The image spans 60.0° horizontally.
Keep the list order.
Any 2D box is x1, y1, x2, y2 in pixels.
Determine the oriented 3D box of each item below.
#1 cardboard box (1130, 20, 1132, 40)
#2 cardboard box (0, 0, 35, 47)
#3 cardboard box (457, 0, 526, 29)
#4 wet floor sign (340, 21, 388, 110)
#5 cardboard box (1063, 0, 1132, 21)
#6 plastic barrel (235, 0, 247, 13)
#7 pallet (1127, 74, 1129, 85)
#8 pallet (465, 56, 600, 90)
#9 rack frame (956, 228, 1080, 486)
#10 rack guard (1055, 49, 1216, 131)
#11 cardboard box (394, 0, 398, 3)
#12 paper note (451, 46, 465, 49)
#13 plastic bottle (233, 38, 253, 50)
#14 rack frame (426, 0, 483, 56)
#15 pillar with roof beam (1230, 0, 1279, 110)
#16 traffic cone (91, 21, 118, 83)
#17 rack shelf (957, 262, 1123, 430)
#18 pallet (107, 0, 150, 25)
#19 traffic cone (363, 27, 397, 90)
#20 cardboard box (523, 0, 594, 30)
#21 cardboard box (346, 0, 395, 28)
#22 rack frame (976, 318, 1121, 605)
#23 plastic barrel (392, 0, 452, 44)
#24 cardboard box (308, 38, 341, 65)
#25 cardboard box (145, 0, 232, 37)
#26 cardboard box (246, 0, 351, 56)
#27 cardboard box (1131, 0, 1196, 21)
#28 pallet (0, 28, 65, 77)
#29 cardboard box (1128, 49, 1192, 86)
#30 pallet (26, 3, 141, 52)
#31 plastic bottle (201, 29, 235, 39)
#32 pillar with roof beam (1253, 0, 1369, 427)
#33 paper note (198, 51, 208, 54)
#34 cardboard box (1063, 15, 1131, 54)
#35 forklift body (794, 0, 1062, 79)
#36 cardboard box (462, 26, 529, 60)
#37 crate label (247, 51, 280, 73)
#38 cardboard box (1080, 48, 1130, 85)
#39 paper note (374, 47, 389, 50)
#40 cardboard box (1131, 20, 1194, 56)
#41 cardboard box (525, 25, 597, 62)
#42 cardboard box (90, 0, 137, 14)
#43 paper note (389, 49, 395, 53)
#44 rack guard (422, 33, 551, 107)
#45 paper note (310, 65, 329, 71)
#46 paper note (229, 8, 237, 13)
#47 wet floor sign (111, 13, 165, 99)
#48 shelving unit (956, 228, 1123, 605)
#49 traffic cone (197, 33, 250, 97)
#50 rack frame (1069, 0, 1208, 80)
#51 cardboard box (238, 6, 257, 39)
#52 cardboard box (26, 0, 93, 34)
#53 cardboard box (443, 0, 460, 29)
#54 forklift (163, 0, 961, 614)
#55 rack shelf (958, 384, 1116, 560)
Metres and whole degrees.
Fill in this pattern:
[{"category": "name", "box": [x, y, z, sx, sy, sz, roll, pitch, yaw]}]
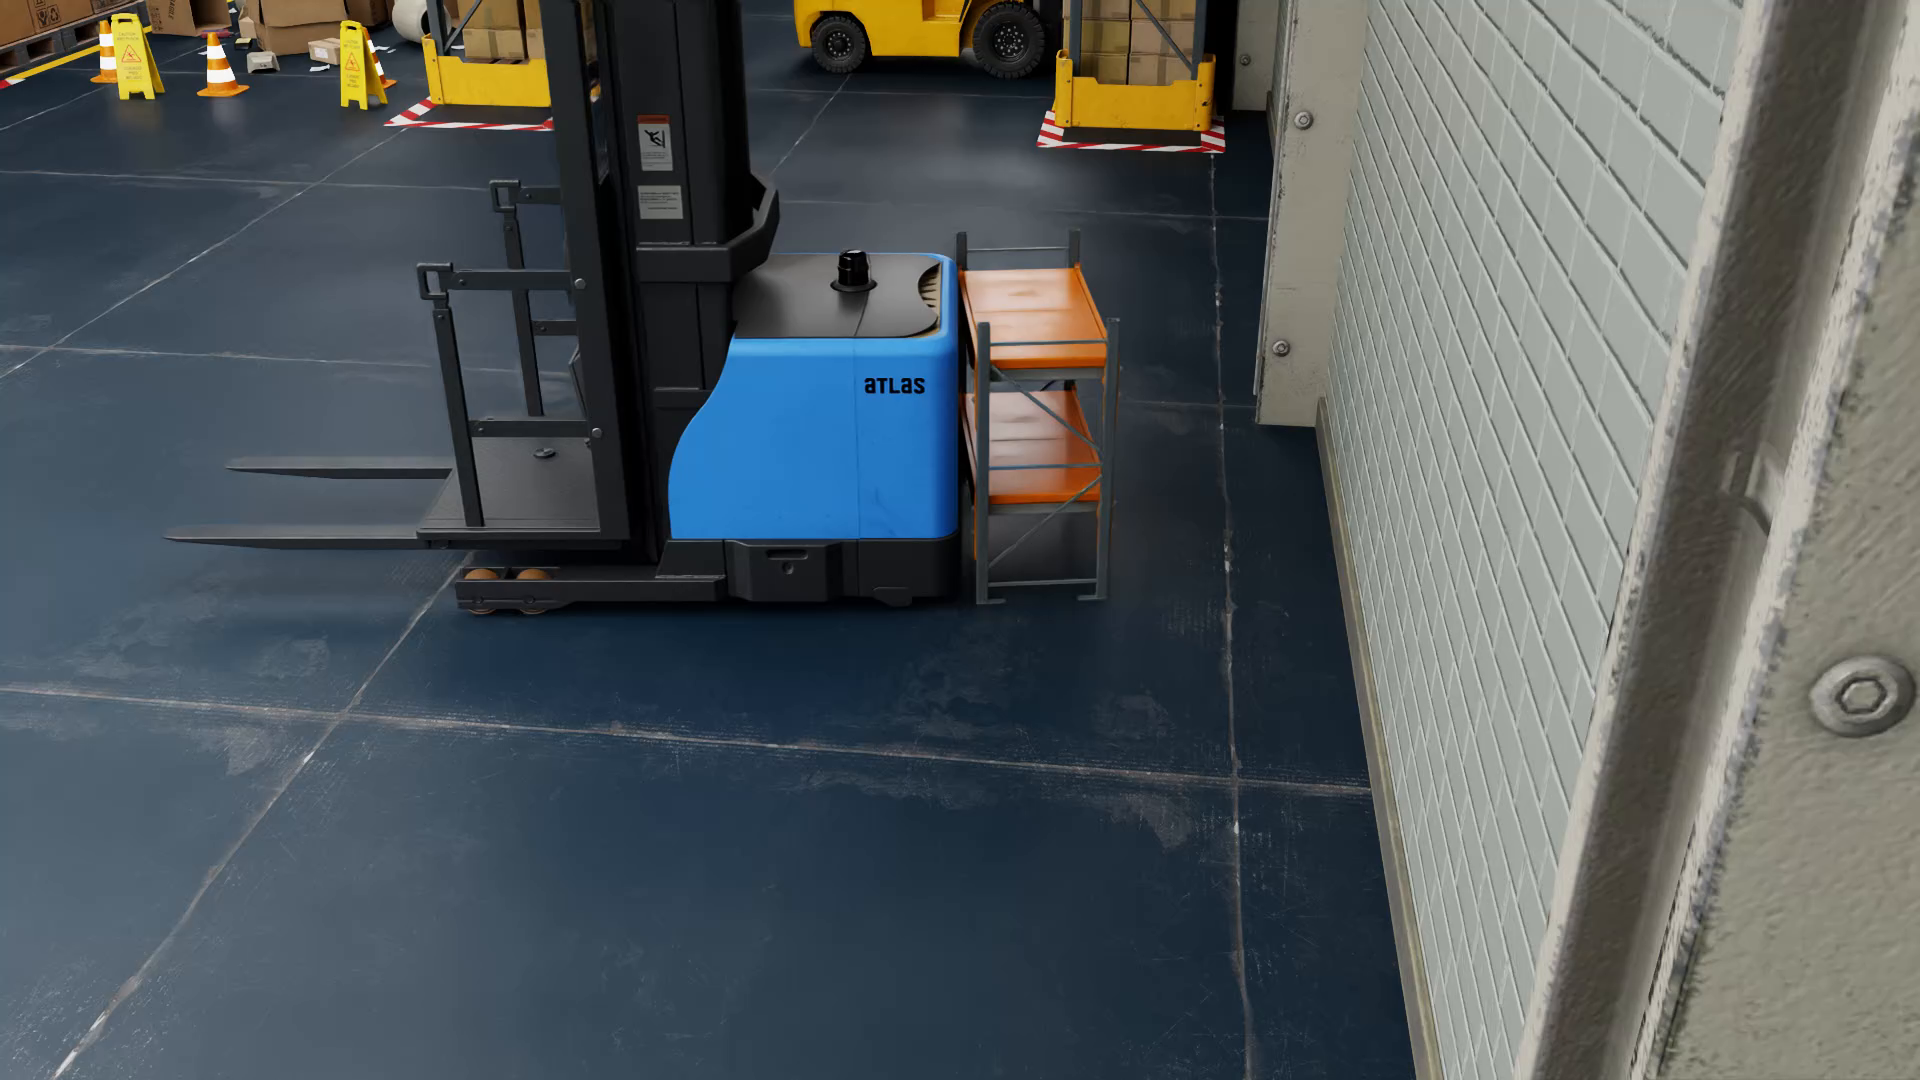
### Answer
[{"category": "cardboard box", "box": [1.136, -4.174, 13.263, 0.500, 0.250, 0.500, 3, 28, 6]}, {"category": "cardboard box", "box": [-8.520, -4.596, 13.915, 0.875, 0.875, 0.875, 4, 29, 6]}, {"category": "cardboard box", "box": [-3.773, -4.480, 13.568, 0.500, 0.500, 0.500, 4, 29, 7]}, {"category": "wet floor sign", "box": [-4.698, -3.719, 12.973, 0.267, 0.644, 0.232, 14, 31, 24]}, {"category": "cardboard box", "box": [1.061, -4.146, 12.685, 0.500, 0.250, 0.500, 4, 29, 8]}, {"category": "plastic barrel", "box": [-6.664, -5.149, 15.861, 0.421, 0.421, 0.512, -24, 36, -37]}, {"category": "pallet", "box": [1.366, -3.631, 13.268, 1.003, 0.211, 1.213, 3, 28, 6]}, {"category": "pallet", "box": [-3.469, -3.972, 13.899, 1.003, 0.211, 1.213, 3, 28, 6]}, {"category": "rack frame", "box": [0.234, -0.746, 6.949, 0.500, 1.125, 0.032, -2, 28, -4]}, {"category": "rack guard", "box": [1.311, -3.385, 12.505, 1.175, 0.500, 0.348, 3, 28, 6]}, {"category": "cardboard box", "box": [-5.352, -5.204, 16.129, 0.258, 0.266, 0.396, -17, 33, -29]}, {"category": "paper note", "box": [-4.505, -4.441, 14.962, 0.142, 0.019, 0.148, -6, 29, -11]}, {"category": "plastic bottle", "box": [-6.465, -4.485, 15.010, 0.133, 0.061, 0.283, -6, 29, -11]}, {"category": "rack frame", "box": [-3.613, -4.783, 12.466, 1.000, 3.000, 0.127, 3, 28, 6]}, {"category": "pillar with roof beam", "box": [-1.979, -7.663, 11.486, 9.100, 9.000, 0.400, 3, 28, 6]}, {"category": "traffic cone", "box": [-7.063, -4.074, 13.824, 0.336, 0.463, 0.334, 3, 28, 6]}, {"category": "rack shelf", "box": [0.272, -0.764, 6.364, 0.538, 0.278, 1.000, -2, 28, -4]}, {"category": "pallet", "box": [-8.218, -5.325, 16.412, 1.003, 0.211, 1.213, 3, 28, 6]}, {"category": "traffic cone", "box": [-4.840, -3.944, 13.582, 0.336, 0.463, 0.334, 3, 28, 6]}, {"category": "cardboard box", "box": [-3.237, -4.462, 13.536, 0.500, 0.500, 0.500, 2, 28, 4]}, {"category": "cardboard box", "box": [-5.804, -5.158, 15.651, 0.797, 0.637, 0.503, 3, 28, 6]}, {"category": "rack frame", "box": [0.311, -0.265, 6.057, 0.500, 1.125, 0.032, -2, 28, -4]}, {"category": "plastic barrel", "box": [-4.862, -4.709, 15.045, 0.421, 0.421, 0.512, -24, 36, -37]}, {"category": "cardboard box", "box": [-5.457, -4.262, 14.504, 0.380, 0.149, 0.250, 20, 34, 32]}, {"category": "cardboard box", "box": [-7.219, -5.016, 15.531, 0.500, 0.500, 0.500, 8, 29, 15]}, {"category": "cardboard box", "box": [-5.910, -4.658, 14.866, 0.797, 0.503, 0.637, -17, 33, -29]}, {"category": "cardboard box", "box": [1.561, -4.126, 12.648, 0.500, 0.250, 0.500, 3, 28, 5]}, {"category": "pallet", "box": [-8.517, -4.176, 14.280, 1.003, 0.211, 1.213, 3, 28, 6]}, {"category": "cardboard box", "box": [1.568, -3.691, 12.894, 0.500, 0.250, 0.500, 3, 29, 6]}, {"category": "pallet", "box": [-8.365, -4.749, 15.343, 1.003, 0.211, 1.213, 3, 28, 6]}, {"category": "plastic bottle", "box": [-6.856, -4.682, 15.377, 0.283, 0.061, 0.133, -6, 29, -11]}, {"category": "pillar with roof beam", "box": [-2.714, -4.839, 6.244, 9.100, 9.000, 0.400, 3, 28, 6]}, {"category": "paper note", "box": [-6.666, -4.335, 14.766, 0.144, 0.017, 0.142, 14, 31, 24]}, {"category": "cardboard box", "box": [1.064, -3.938, 12.826, 0.500, 0.250, 0.500, 3, 28, 6]}, {"category": "forklift body", "box": [-0.264, -5.121, 13.988, 2.313, 2.155, 1.214, 3, 28, 6]}, {"category": "cardboard box", "box": [-3.778, -4.165, 13.774, 0.500, 0.250, 0.500, 3, 28, 6]}, {"category": "crate label", "box": [-5.949, -4.078, 14.176, 0.250, 0.136, 0.298, -11, 30, -20]}, {"category": "cardboard box", "box": [1.058, -3.710, 12.931, 0.500, 0.250, 0.500, 4, 29, 7]}, {"category": "paper note", "box": [-5.219, -4.423, 14.939, 0.148, 0.019, 0.142, 14, 31, 24]}, {"category": "cardboard box", "box": [1.578, -3.900, 12.756, 0.500, 0.250, 0.500, 4, 29, 7]}, {"category": "cardboard box", "box": [-3.239, -4.121, 13.693, 0.500, 0.250, 0.500, 3, 28, 6]}, {"category": "cardboard box", "box": [-8.301, -5.439, 15.481, 0.875, 0.875, 0.875, 4, 29, 7]}, {"category": "paper note", "box": [-5.072, -4.365, 14.841, 0.032, 0.001, 0.123, 3, 28, 6]}, {"category": "rack guard", "box": [-3.603, -3.718, 13.125, 1.175, 0.500, 0.348, 3, 28, 6]}, {"category": "paper note", "box": [-5.472, -4.037, 14.210, 0.148, 0.019, 0.142, -6, 29, -11]}, {"category": "paper note", "box": [-7.231, -5.230, 16.425, 0.147, 0.020, 0.142, -17, 33, -29]}, {"category": "wet floor sign", "box": [-6.576, -3.858, 13.231, 0.267, 0.644, 0.232, -1, 28, -3]}, {"category": "shelving unit", "box": [0.272, -0.506, 6.503, 0.538, 1.125, 1.048, -2, 28, -4]}, {"category": "traffic cone", "box": [-5.984, -3.848, 13.405, 0.336, 0.463, 0.334, 3, 28, 6]}, {"category": "rack frame", "box": [1.314, -4.496, 11.933, 1.000, 3.000, 0.127, 3, 28, 6]}, {"category": "cardboard box", "box": [-6.430, -4.786, 15.354, 0.396, 0.266, 0.258, 8, 29, 15]}, {"category": "cardboard box", "box": [-8.414, -5.010, 14.684, 0.875, 0.875, 0.875, 3, 28, 5]}, {"category": "cardboard box", "box": [-4.604, -5.141, 15.763, 0.500, 0.500, 0.500, -24, 36, -37]}, {"category": "forklift", "box": [-1.511, -1.263, 6.004, 3.031, 2.935, 1.130, 0, 28, 0]}, {"category": "rack shelf", "box": [0.272, -0.291, 6.619, 0.538, 0.278, 1.000, -2, 28, -4]}]
